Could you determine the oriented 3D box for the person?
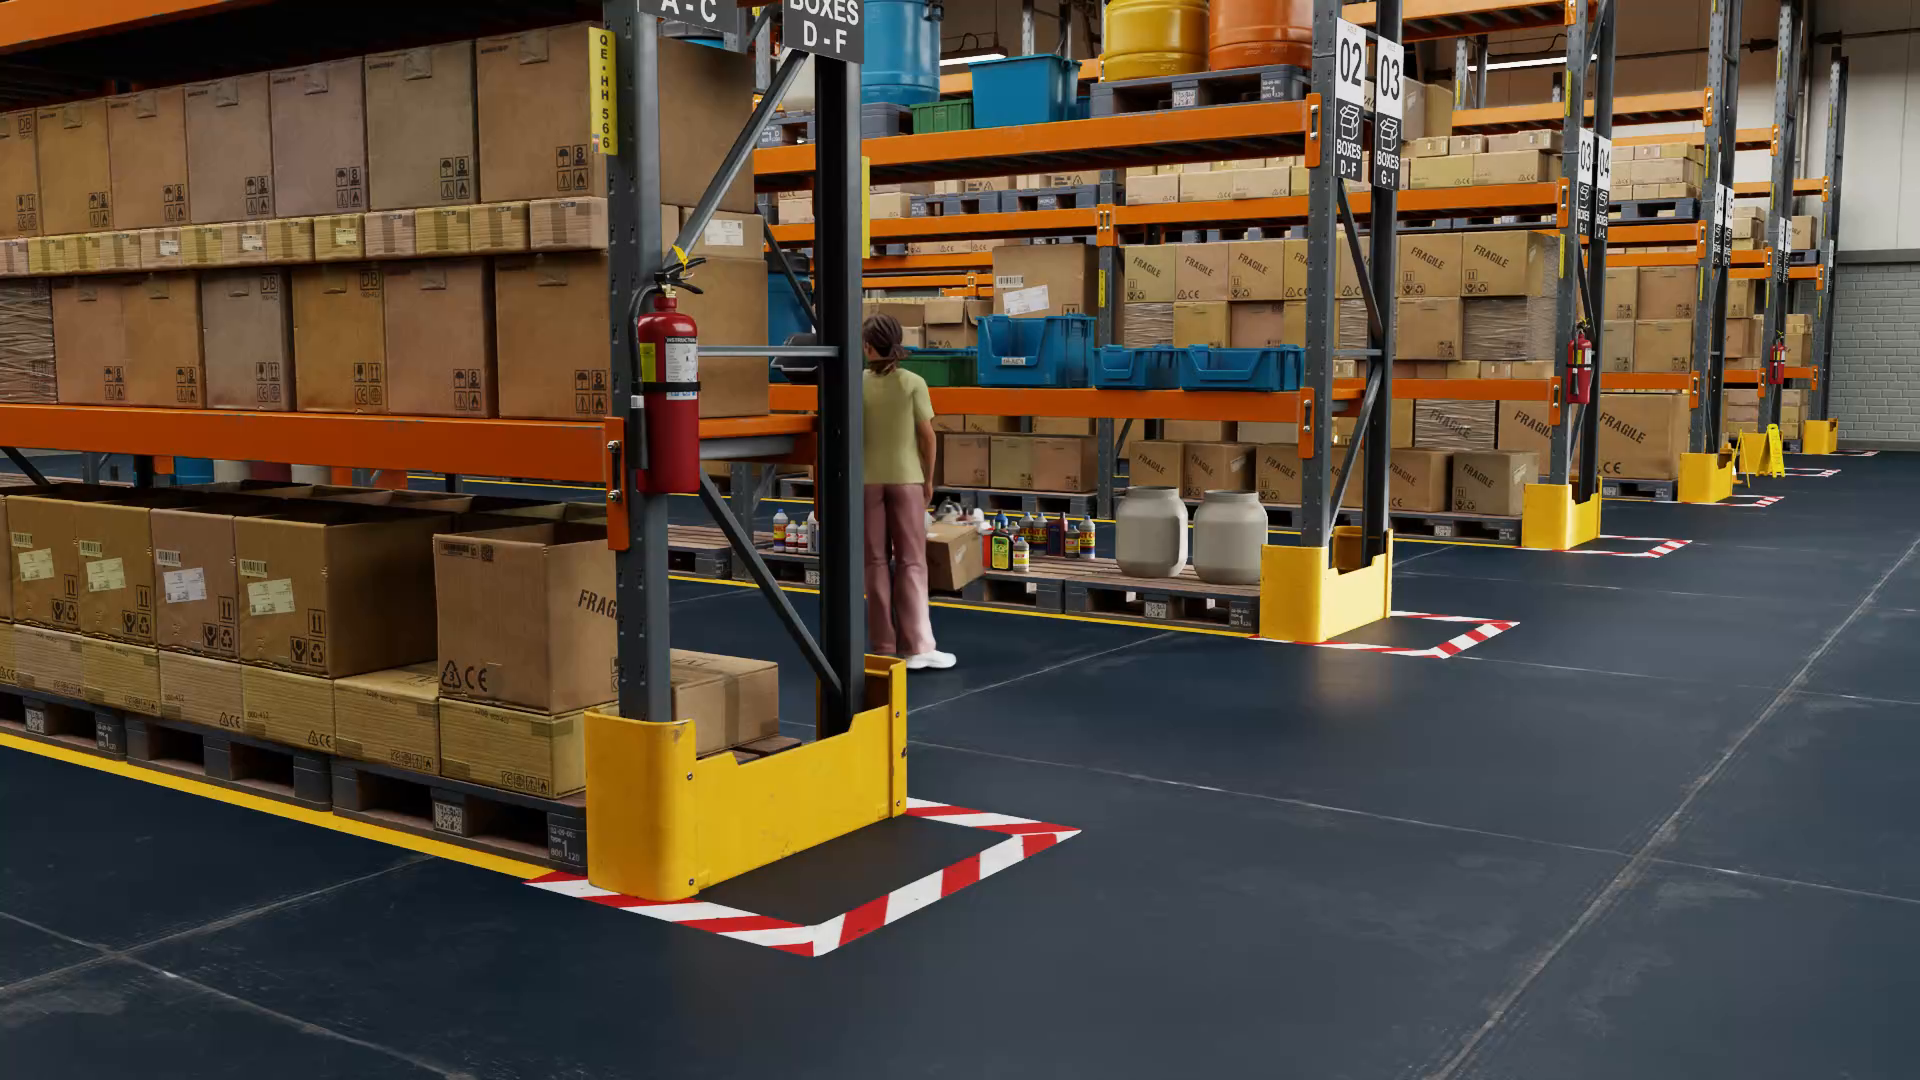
[{"bbox_3d":[-0.300,-0.226,7.878,0.564,1.677,0.369,0,6,2],"label":"person"}]
